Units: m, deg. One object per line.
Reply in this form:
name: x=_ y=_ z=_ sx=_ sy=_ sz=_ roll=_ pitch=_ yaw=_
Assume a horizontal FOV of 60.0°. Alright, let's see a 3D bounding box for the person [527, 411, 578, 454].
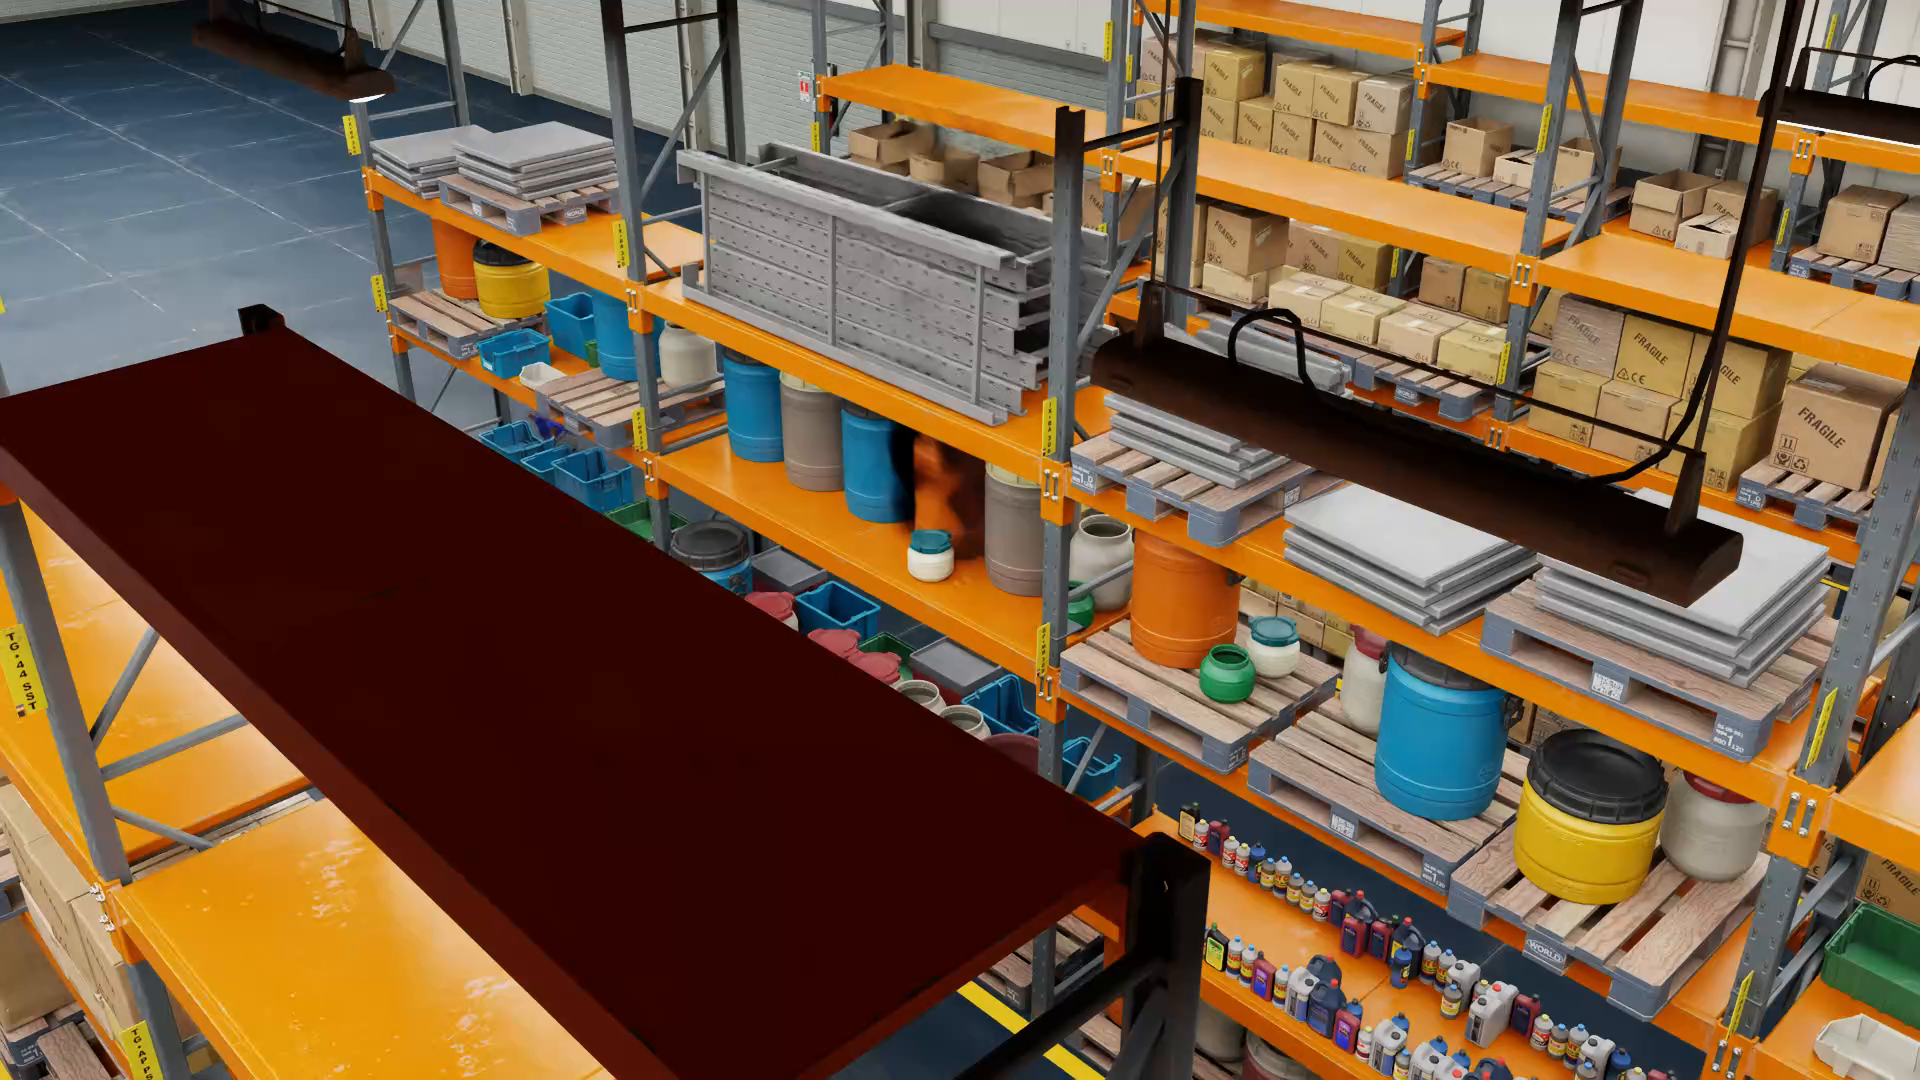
person: x=-4.122 y=-0.899 z=16.860 sx=0.665 sy=1.637 sz=0.583 roll=11 pitch=30 yaw=19
